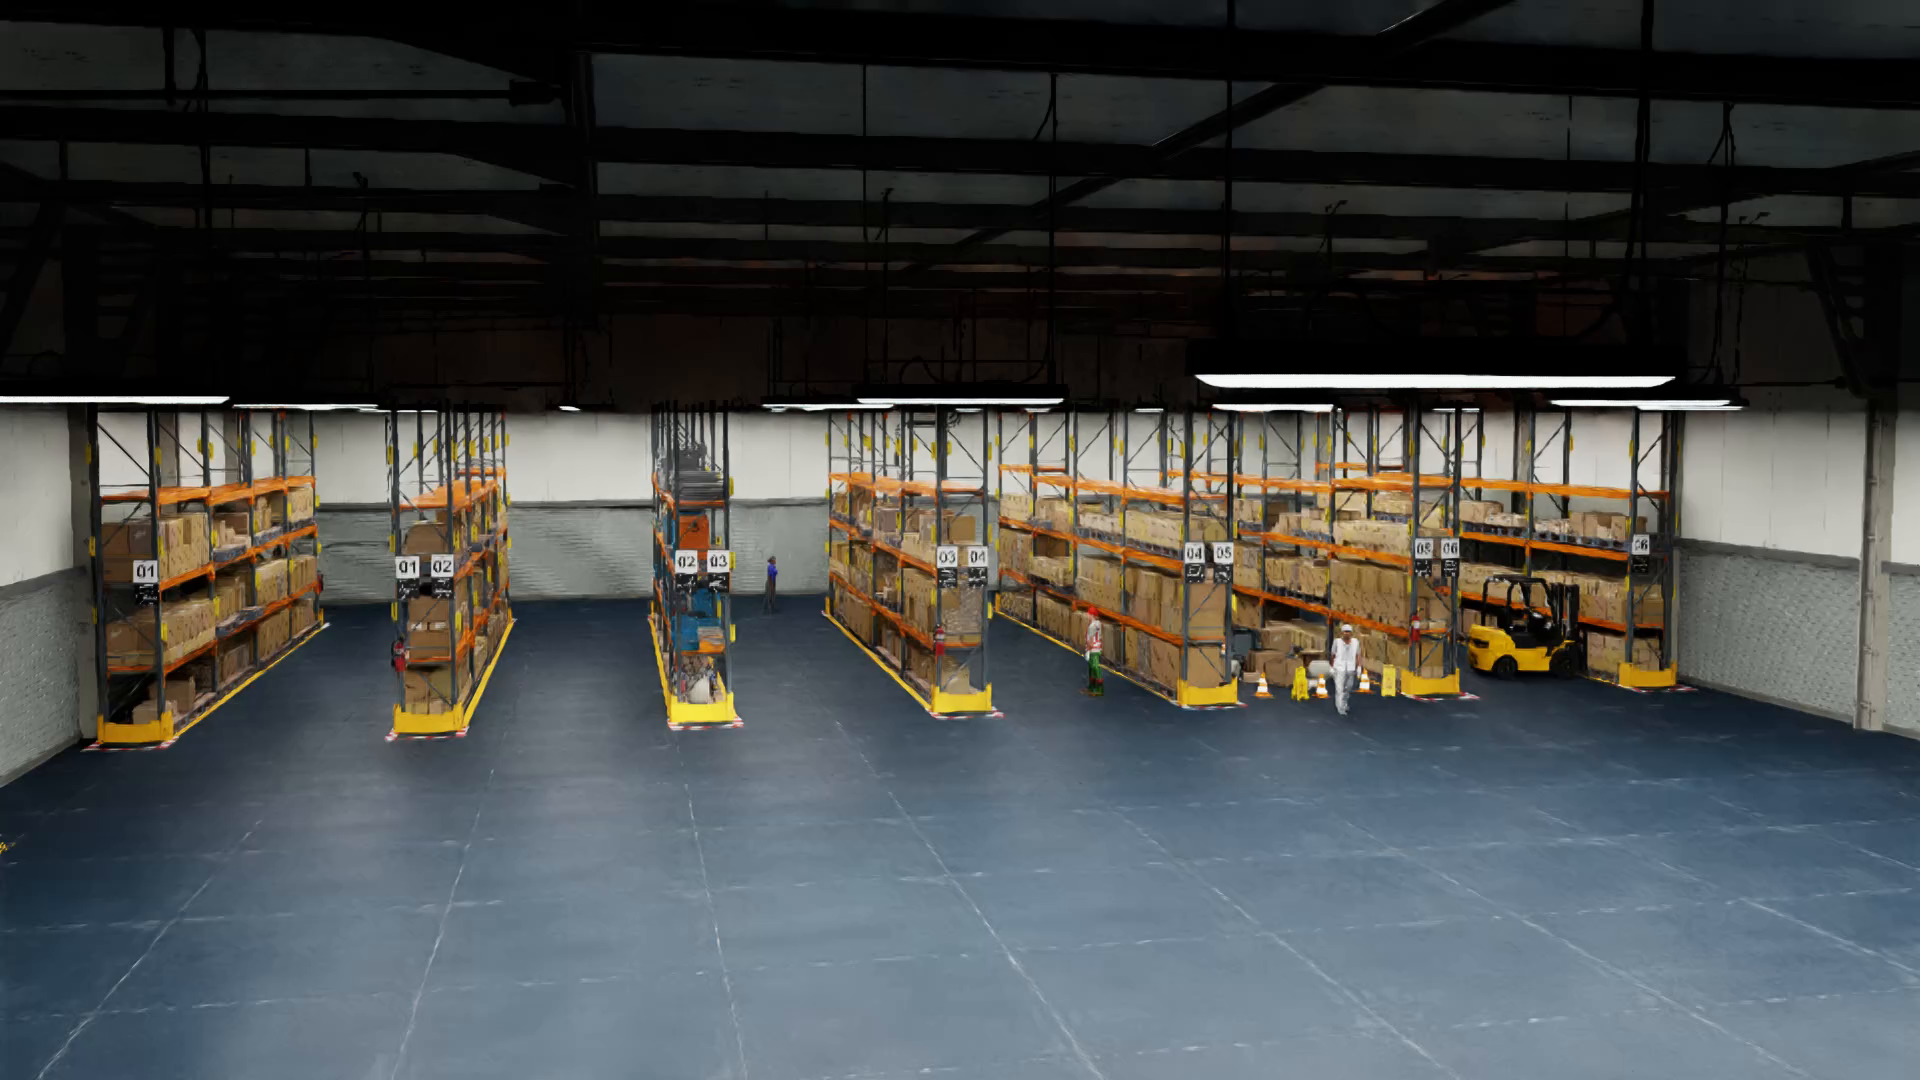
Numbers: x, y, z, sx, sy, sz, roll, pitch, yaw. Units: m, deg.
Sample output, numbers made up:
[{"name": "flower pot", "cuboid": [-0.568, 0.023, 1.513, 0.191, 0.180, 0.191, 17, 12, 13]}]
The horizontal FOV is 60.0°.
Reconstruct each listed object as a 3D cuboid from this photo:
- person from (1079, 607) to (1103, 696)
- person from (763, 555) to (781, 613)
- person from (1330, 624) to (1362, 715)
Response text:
[{"name": "person", "cuboid": [2.690, 2.259, 33.957, 0.547, 1.785, 0.642, 1, 4, 16]}, {"name": "person", "cuboid": [-5.447, 1.273, 47.991, 0.449, 1.662, 0.580, 1, 4, 9]}, {"name": "person", "cuboid": [7.378, 2.454, 31.741, 0.555, 1.720, 1.024, 0, 4, -3]}]
